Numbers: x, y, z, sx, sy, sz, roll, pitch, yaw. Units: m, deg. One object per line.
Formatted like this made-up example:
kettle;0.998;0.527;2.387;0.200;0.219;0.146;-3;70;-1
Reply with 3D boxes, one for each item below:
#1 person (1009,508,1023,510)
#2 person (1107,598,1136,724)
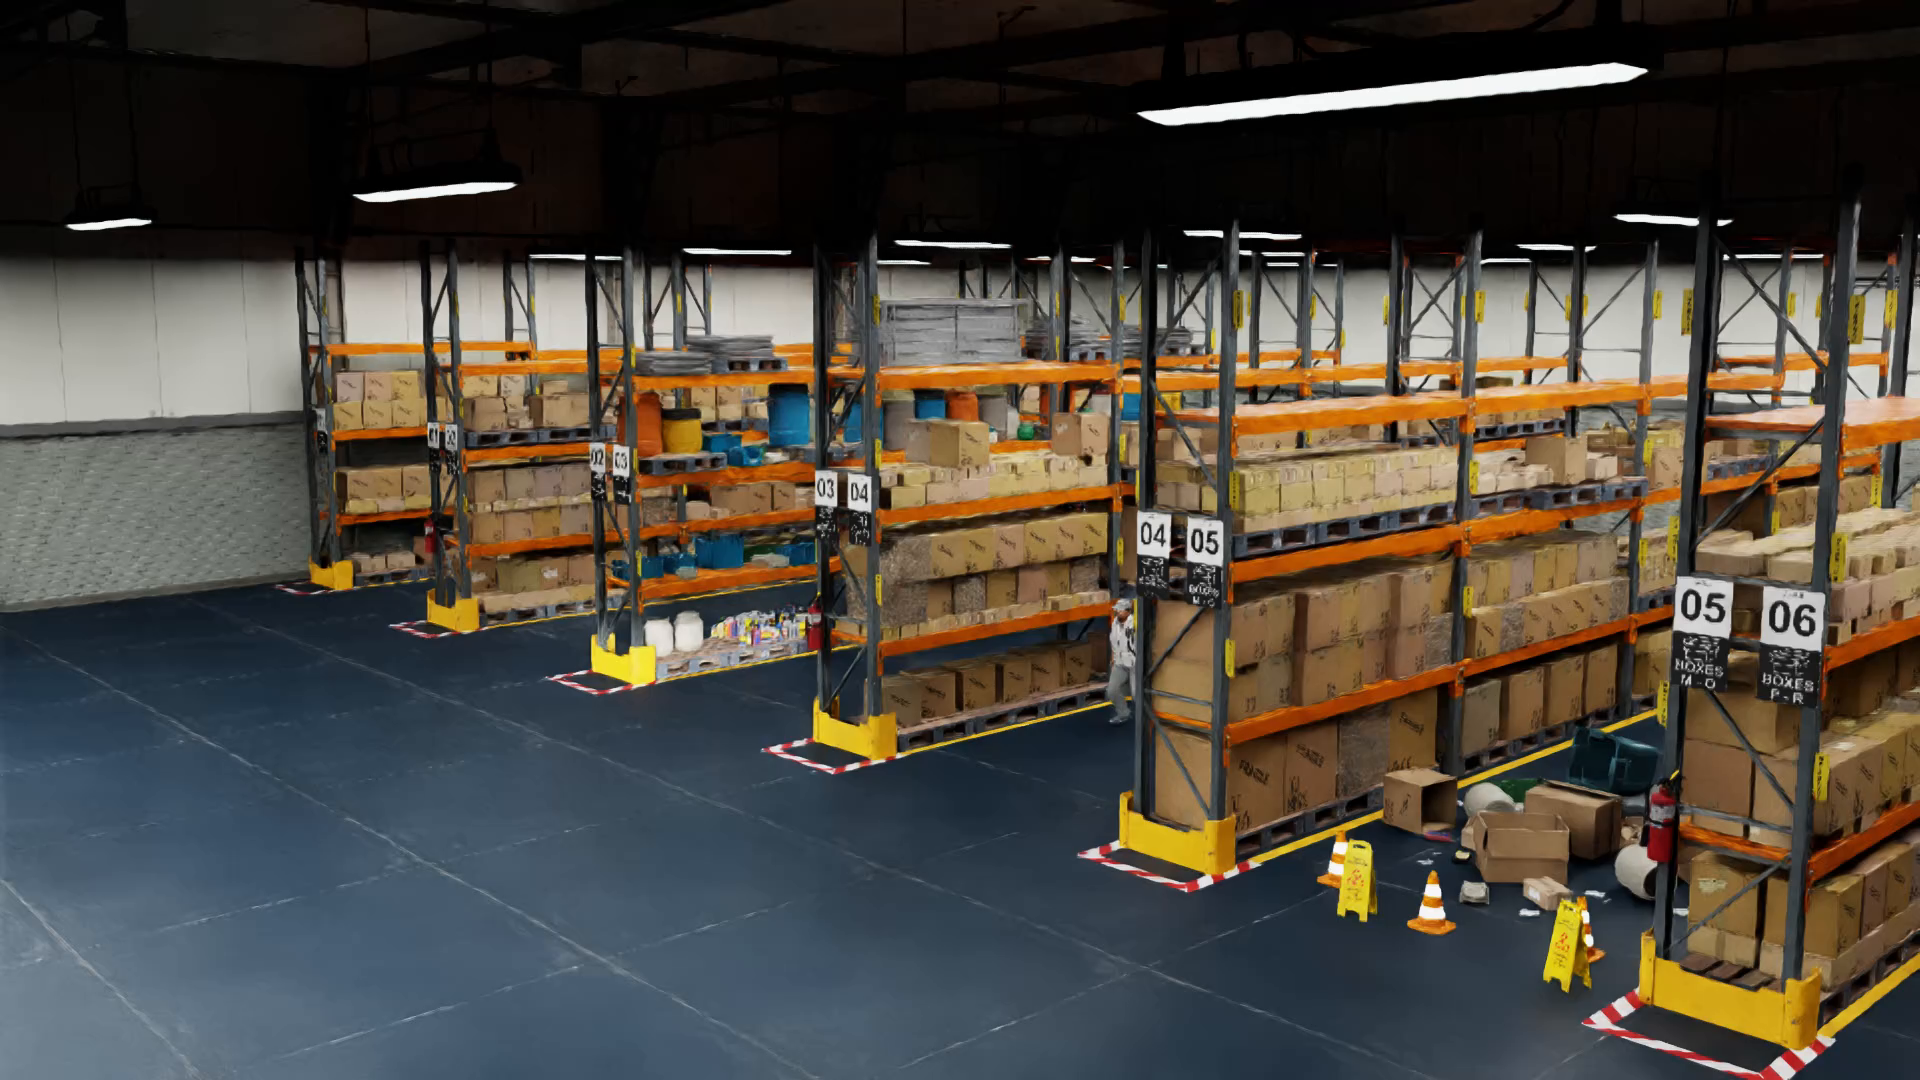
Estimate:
person;0.869;0.228;26.234;0.480;1.620;0.995;7;11;38
person;2.014;1.472;19.910;0.570;1.611;0.625;-8;12;-44
